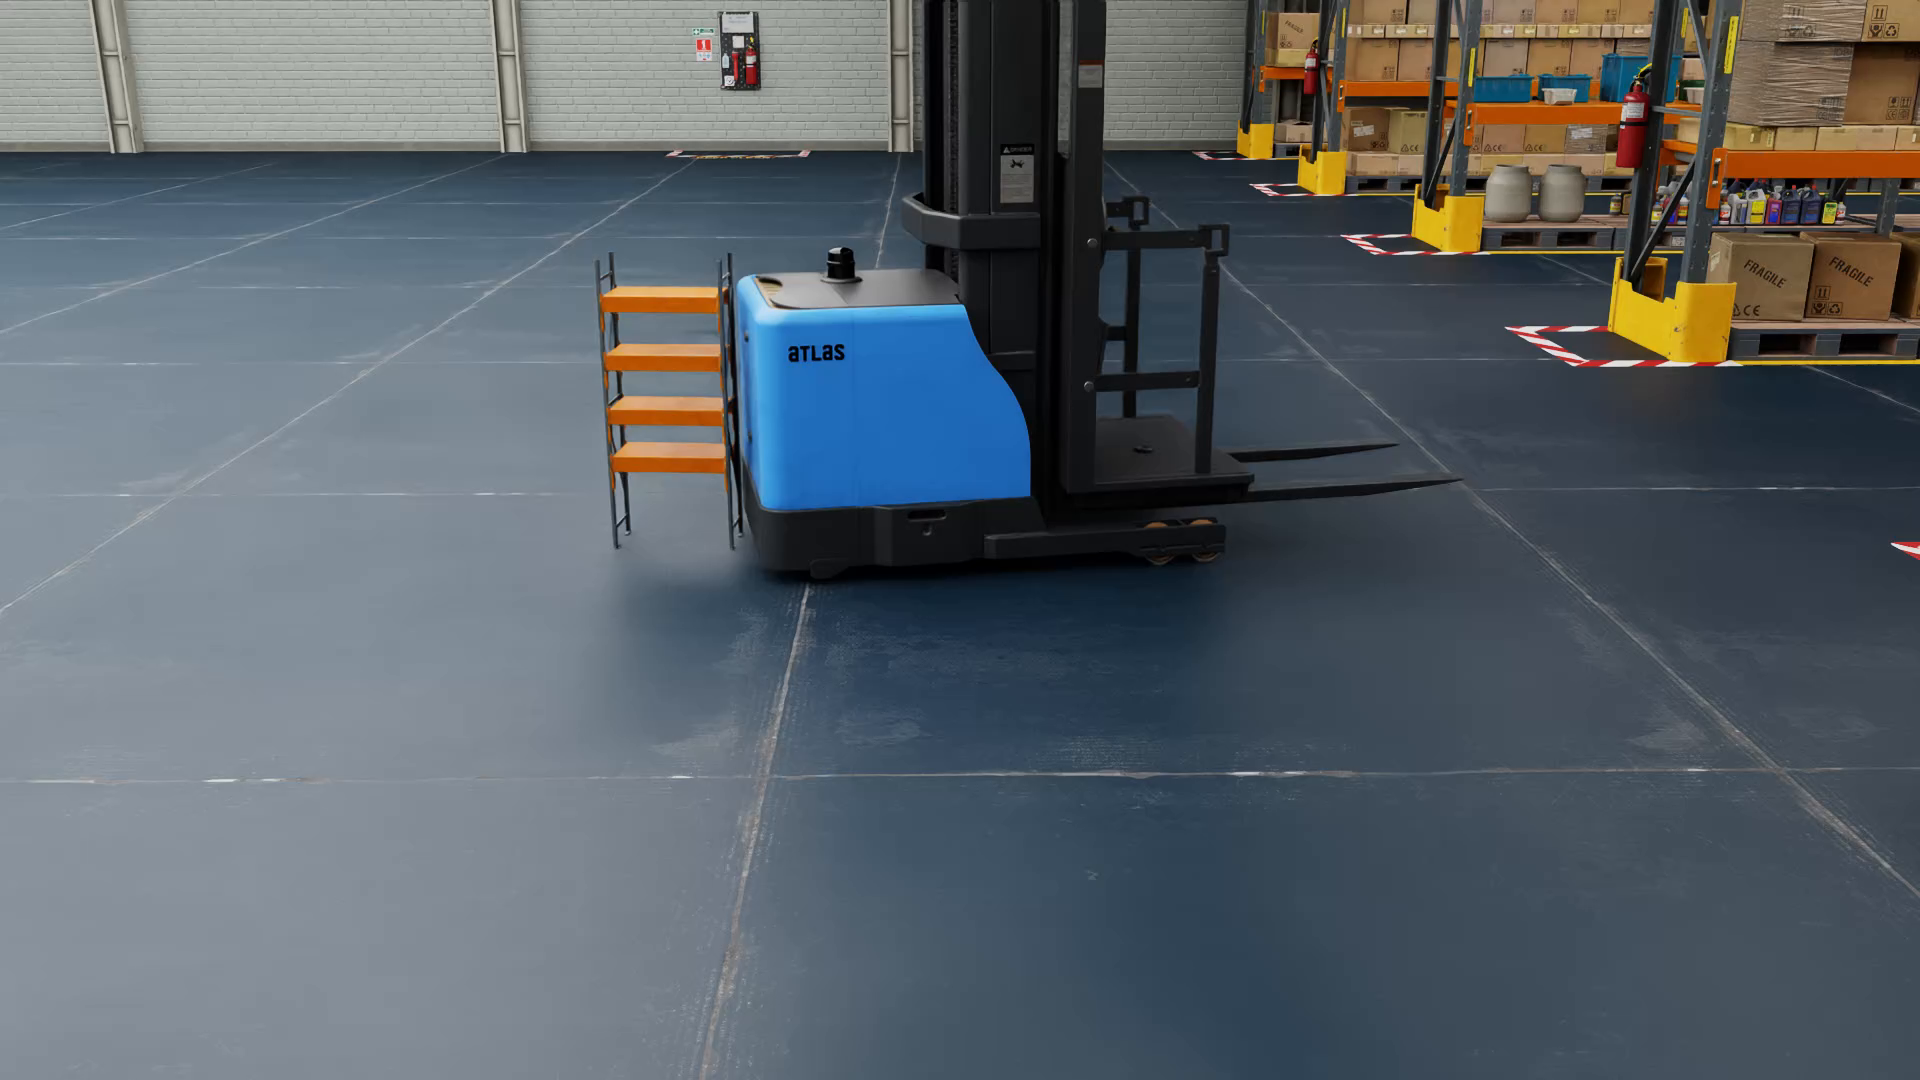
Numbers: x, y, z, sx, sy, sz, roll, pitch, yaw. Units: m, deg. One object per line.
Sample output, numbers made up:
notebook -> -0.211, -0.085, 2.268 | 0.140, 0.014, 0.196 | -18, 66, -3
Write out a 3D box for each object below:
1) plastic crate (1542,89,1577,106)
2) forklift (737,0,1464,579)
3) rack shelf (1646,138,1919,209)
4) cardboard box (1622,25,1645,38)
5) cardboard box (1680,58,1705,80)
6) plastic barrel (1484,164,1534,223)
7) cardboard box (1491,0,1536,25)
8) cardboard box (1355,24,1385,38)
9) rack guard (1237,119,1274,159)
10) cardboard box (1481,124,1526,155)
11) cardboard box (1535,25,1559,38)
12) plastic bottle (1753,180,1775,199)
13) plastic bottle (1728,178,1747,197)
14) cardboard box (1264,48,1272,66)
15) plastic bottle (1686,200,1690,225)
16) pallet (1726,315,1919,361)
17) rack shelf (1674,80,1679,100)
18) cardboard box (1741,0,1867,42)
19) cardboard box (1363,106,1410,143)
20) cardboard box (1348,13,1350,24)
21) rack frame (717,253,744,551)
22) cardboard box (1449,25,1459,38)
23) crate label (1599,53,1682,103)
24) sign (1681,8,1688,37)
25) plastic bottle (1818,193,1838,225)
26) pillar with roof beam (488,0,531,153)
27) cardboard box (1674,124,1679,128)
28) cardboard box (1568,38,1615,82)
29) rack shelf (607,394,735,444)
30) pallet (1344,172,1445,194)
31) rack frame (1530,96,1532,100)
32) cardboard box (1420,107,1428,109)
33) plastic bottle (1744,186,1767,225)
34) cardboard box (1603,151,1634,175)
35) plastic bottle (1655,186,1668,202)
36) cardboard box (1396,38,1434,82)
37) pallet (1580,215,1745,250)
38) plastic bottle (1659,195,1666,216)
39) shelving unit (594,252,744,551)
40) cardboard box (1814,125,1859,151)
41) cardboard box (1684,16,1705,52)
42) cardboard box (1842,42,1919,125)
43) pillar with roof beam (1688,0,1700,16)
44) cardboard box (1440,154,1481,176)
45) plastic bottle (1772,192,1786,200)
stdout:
plastic crate -> 5.450, -4.026, 15.118 | 0.250, 0.136, 0.298 | 0, 18, -1
forklift -> 0.616, -1.453, 6.777 | 3.031, 2.935, 1.130 | -4, 18, -11
rack shelf -> 6.628, -2.400, 10.795 | 4.000, 0.370, 1.077 | 0, 18, -1
cardboard box -> 7.960, -6.067, 19.823 | 0.250, 0.149, 0.380 | -1, 18, -2
cardboard box -> 8.967, -5.722, 20.219 | 0.500, 0.250, 0.500 | 1, 18, 3
plastic barrel -> 5.207, -3.287, 15.769 | 0.421, 0.512, 0.421 | 0, 18, 0
cardboard box -> 6.527, -6.431, 19.898 | 0.500, 0.500, 0.700 | 0, 18, -1
cardboard box -> 4.872, -6.051, 19.773 | 0.250, 0.149, 0.380 | 0, 18, -1
rack guard -> 4.470, -6.081, 25.186 | 0.348, 0.500, 1.175 | 0, 18, -1
cardboard box -> 6.516, -4.947, 20.144 | 0.500, 0.500, 0.500 | 0, 18, -1
cardboard box -> 6.937, -6.061, 19.807 | 0.250, 0.149, 0.380 | 0, 18, 1
plastic bottle -> 7.739, -3.291, 16.014 | 0.185, 0.351, 0.144 | 0, 18, -1
plastic bottle -> 7.548, -3.335, 16.148 | 0.185, 0.351, 0.144 | -1, 18, -3
cardboard box -> 4.858, -7.271, 25.014 | 0.500, 0.250, 0.500 | 0, 18, 0
plastic bottle -> 6.811, -3.071, 15.457 | 0.097, 0.271, 0.097 | 0, 18, 0
pallet -> 5.518, -1.398, 11.061 | 1.213, 0.211, 1.003 | 0, 18, -1
rack shelf -> 10.475, -5.444, 20.287 | 4.000, 0.370, 1.077 | 0, 18, -1
cardboard box -> 5.183, -3.317, 10.190 | 0.500, 0.500, 0.500 | 0, 18, -1
cardboard box -> 6.392, -6.257, 25.014 | 0.500, 0.500, 0.700 | -1, 18, -4
cardboard box -> 5.887, -7.477, 24.429 | 0.500, 0.500, 0.500 | -1, 18, -3
rack frame -> -0.942, -0.562, 6.835 | 0.015, 1.200, 0.240 | 1, 18, 3
cardboard box -> 5.904, -6.056, 19.790 | 0.250, 0.149, 0.380 | -1, 18, -3
crate label -> 6.387, -4.354, 15.650 | 0.616, 0.435, 0.502 | 0, 18, -1
sign -> 8.486, -6.058, 19.474 | 0.005, 0.325, 0.100 | 0, 18, -1
plastic bottle -> 8.074, -3.078, 15.457 | 0.133, 0.283, 0.061 | 1, 18, 2
pillar with roof beam -> -6.850, -9.023, 20.442 | 0.400, 9.000, 9.100 | 0, 18, -1
cardboard box -> 8.876, -5.025, 20.696 | 0.500, 0.311, 0.500 | 0, 18, -1
cardboard box -> 7.505, -5.816, 20.105 | 0.500, 0.500, 0.700 | 0, 18, -1
rack shelf -> -1.186, -0.502, 6.868 | 0.480, 0.148, 0.258 | 1, 18, 3
pallet -> 5.240, -4.447, 20.564 | 1.213, 0.211, 1.003 | 0, 18, -1
rack frame -> 8.394, -7.290, 24.863 | 0.127, 3.000, 1.000 | 0, 18, -1
cardboard box -> 6.007, -5.109, 20.648 | 0.500, 0.500, 0.500 | 0, 18, -1
plastic bottle -> 7.396, -3.119, 15.476 | 0.185, 0.351, 0.144 | 0, 18, -1
cardboard box -> 8.015, -4.599, 20.288 | 0.500, 0.250, 0.500 | 0, 18, -1
plastic bottle -> 6.771, -3.294, 16.144 | 0.135, 0.276, 0.152 | -1, 18, -2
cardboard box -> 5.468, -5.808, 20.079 | 0.500, 0.500, 0.700 | 0, 18, 1
pallet -> 6.655, -2.939, 15.865 | 1.213, 0.211, 1.003 | 0, 18, -1
plastic bottle -> 6.792, -3.221, 16.037 | 0.097, 0.201, 0.097 | 0, 18, 0
shelving unit -> -1.186, -0.566, 6.847 | 0.503, 1.200, 0.258 | 1, 18, 3
cardboard box -> 5.418, -2.533, 10.446 | 0.250, 0.149, 0.380 | 0, 18, -1
cardboard box -> 10.678, -7.549, 24.784 | 0.500, 0.500, 0.700 | 0, 18, -1
cardboard box -> 5.677, -2.955, 10.698 | 0.500, 0.500, 0.875 | 0, 18, -1
pillar with roof beam -> 11.148, -9.109, 20.712 | 0.400, 9.000, 9.100 | 0, 18, -1
cardboard box -> 6.016, -4.589, 20.257 | 0.500, 0.250, 0.500 | 0, 18, -1
plastic bottle -> 7.691, -3.130, 15.633 | 0.135, 0.276, 0.152 | 0, 18, -1
